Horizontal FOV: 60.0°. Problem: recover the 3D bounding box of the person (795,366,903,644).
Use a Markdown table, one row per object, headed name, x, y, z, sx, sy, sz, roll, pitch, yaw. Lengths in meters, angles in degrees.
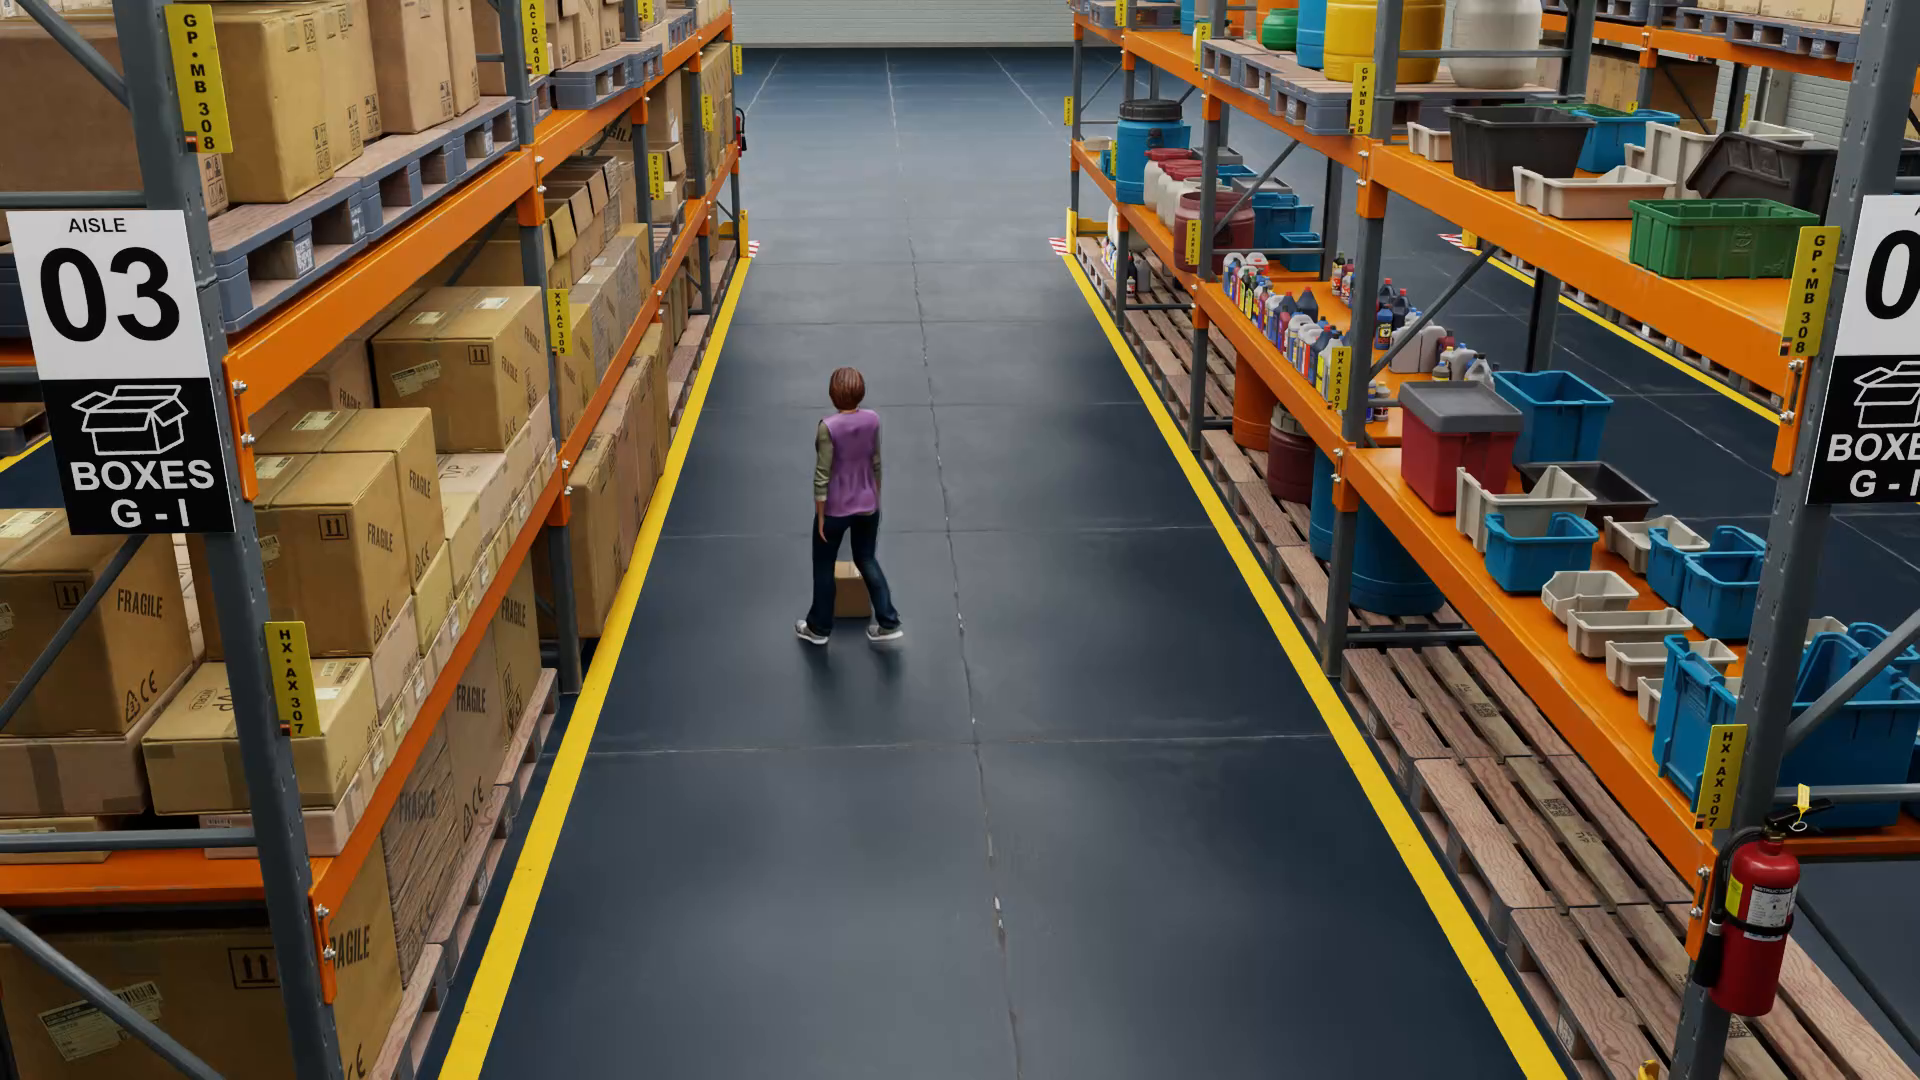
| name | x | y | z | sx | sy | sz | roll | pitch | yaw |
| --- | --- | --- | --- | --- | --- | --- | --- | --- | --- |
| person | -0.620 | -0.171 | 9.020 | 0.437 | 1.583 | 0.593 | -12 | 24 | -29 |
